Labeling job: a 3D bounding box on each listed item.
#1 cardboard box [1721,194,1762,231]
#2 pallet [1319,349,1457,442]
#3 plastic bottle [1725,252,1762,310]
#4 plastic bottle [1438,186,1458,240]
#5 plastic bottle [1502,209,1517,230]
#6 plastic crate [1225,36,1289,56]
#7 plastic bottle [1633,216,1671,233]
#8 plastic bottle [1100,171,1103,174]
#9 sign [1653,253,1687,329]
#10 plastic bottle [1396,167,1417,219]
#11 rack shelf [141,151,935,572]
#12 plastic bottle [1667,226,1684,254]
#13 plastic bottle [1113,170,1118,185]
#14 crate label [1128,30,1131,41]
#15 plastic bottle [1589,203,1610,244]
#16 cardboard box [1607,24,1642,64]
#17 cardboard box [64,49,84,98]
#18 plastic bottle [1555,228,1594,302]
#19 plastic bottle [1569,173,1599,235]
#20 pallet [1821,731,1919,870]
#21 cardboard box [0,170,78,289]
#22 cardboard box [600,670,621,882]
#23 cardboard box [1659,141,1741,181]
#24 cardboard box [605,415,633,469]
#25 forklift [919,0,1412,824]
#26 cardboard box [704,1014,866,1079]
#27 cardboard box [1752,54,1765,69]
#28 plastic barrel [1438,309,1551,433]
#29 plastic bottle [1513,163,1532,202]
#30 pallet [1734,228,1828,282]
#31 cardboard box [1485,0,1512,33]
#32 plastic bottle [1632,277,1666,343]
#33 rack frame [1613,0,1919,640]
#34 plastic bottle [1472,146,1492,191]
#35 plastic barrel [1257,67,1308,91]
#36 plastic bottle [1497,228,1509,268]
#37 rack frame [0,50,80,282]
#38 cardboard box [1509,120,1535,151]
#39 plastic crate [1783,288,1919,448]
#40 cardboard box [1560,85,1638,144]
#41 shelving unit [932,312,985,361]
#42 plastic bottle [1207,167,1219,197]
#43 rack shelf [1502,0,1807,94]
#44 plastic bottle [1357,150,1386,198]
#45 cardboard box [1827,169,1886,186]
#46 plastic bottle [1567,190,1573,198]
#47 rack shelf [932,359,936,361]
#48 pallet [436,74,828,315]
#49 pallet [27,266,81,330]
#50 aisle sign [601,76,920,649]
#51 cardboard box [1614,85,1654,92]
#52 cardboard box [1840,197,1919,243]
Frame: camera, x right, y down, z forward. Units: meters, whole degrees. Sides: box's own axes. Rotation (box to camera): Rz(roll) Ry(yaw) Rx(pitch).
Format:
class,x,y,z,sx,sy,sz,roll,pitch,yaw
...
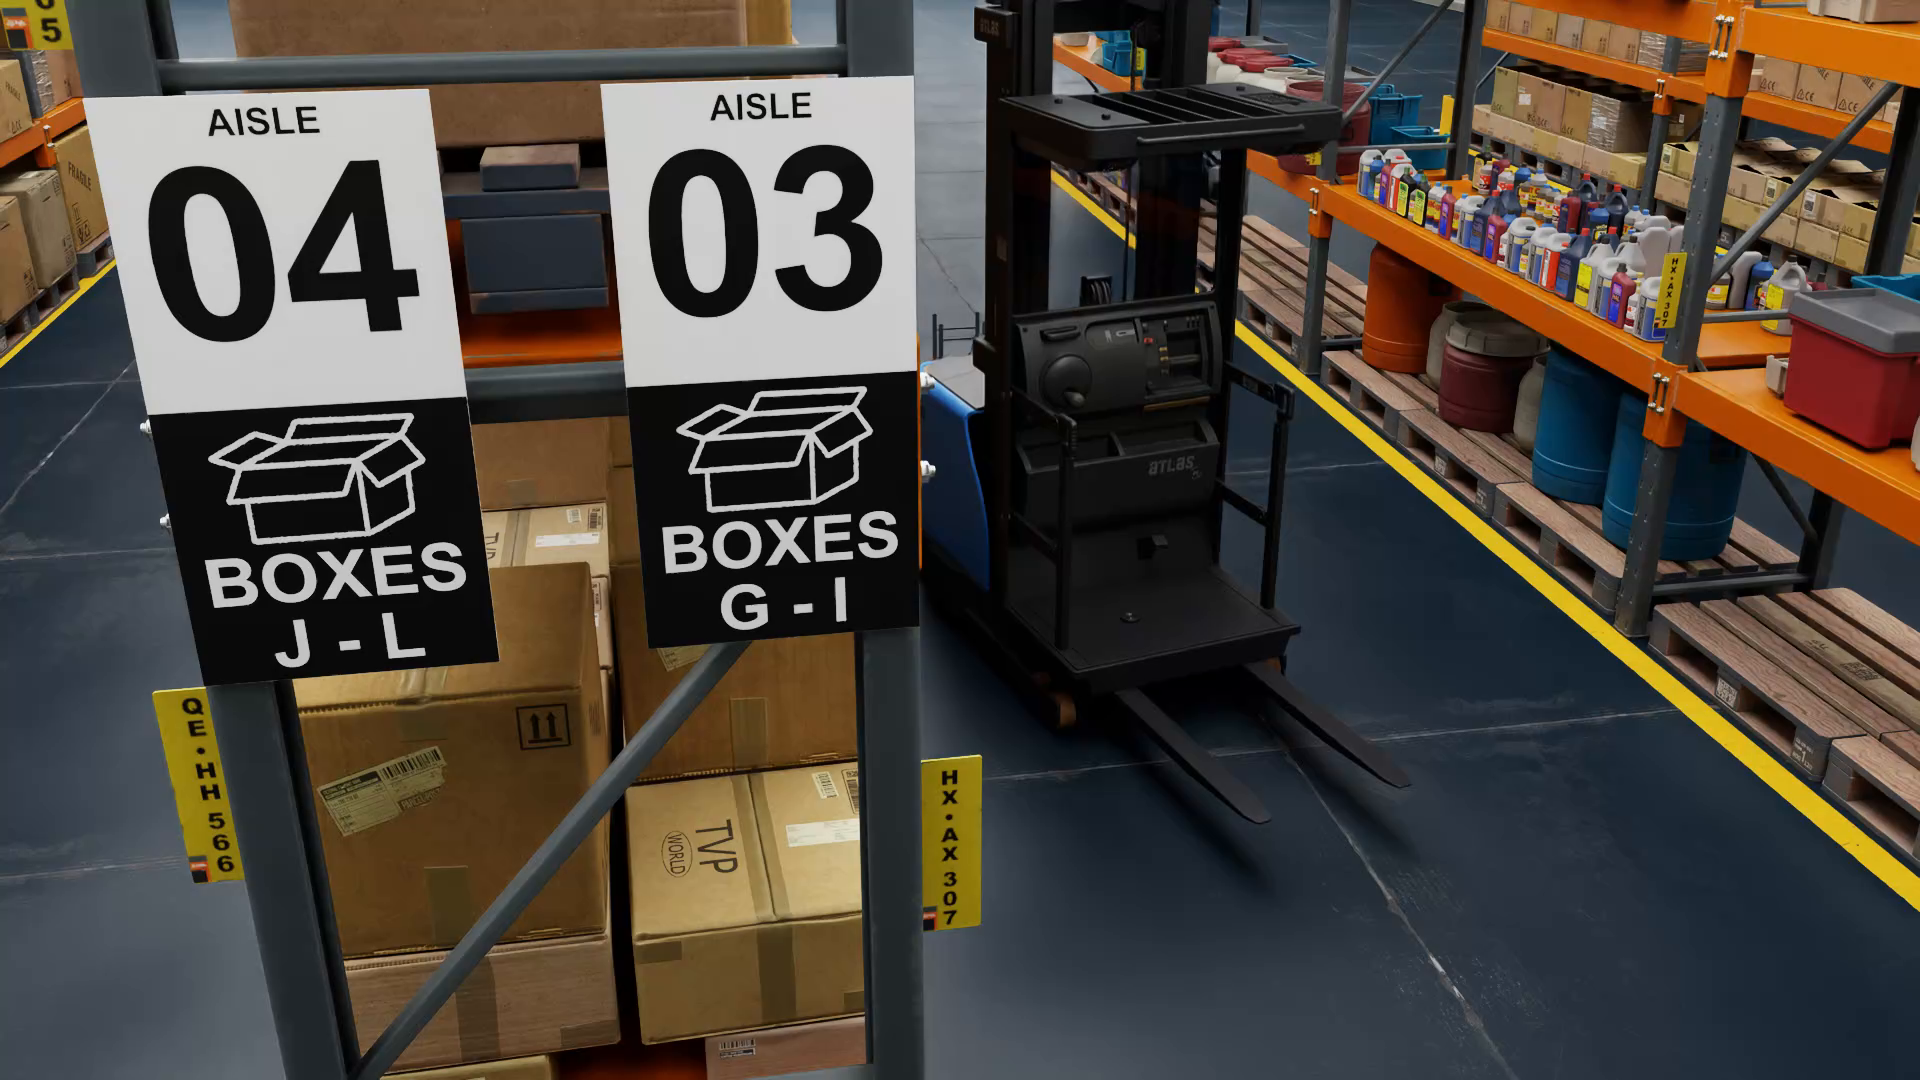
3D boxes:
class,x,y,z,sx,sy,sz,roll,pitch,yaw
cardboard box,6.979,-2.837,14.408,0.500,0.250,0.500,-5,24,-11
pallet,3.014,-0.963,10.691,1.003,0.211,1.213,-4,24,-10
plastic bottle,3.788,-1.272,8.069,0.152,0.276,0.135,-4,24,-10
plastic bottle,2.758,-1.842,9.366,0.061,0.283,0.133,-4,24,-10
plastic bottle,2.934,-1.633,8.903,0.097,0.271,0.097,0,24,0
plastic crate,2.478,-3.983,14.041,0.402,0.464,0.583,-4,24,-10
plastic bottle,3.641,-1.583,8.782,0.152,0.276,0.135,-4,24,-10
plastic bottle,1.440,-3.775,16.504,0.097,0.271,0.097,0,24,0
sign,3.026,-1.061,7.086,0.100,0.325,0.005,-4,24,-10
plastic bottle,2.655,-2.062,9.869,0.061,0.283,0.133,-4,24,-10
rack shelf,-0.931,-0.866,4.136,1.077,0.370,4.000,-4,24,-10
plastic bottle,3.684,-1.492,8.573,0.152,0.276,0.135,-4,24,-10
plastic bottle,1.564,-3.573,16.037,0.152,0.276,0.135,-4,24,-9
crate label,1.954,-5.007,16.421,0.502,0.435,0.616,-4,24,-10
plastic bottle,3.469,-1.695,9.043,0.097,0.271,0.097,0,24,0
cardboard box,6.764,-4.913,16.126,0.700,0.500,0.500,-5,24,-10
cardboard box,-7.861,-4.076,14.147,0.875,0.550,0.550,-4,24,-10
plastic bottle,3.041,-1.362,8.182,0.144,0.351,0.185,-4,24,-10
plastic bottle,3.521,-1.882,9.374,0.144,0.351,0.185,-4,24,-10
pallet,3.970,1.071,6.034,1.003,0.211,1.213,-4,24,-10
cardboard box,-7.470,-2.351,12.672,1.050,0.750,0.750,-4,24,-10
cardboard box,-1.005,0.527,3.610,0.500,0.250,0.500,-5,24,-11
cardboard box,6.788,-3.495,15.214,0.500,0.311,0.500,-4,24,-10
cardboard box,-0.579,-0.054,4.006,0.500,0.500,0.500,-5,24,-11
forklift,0.766,-0.744,6.791,1.130,2.935,3.031,-10,25,-21
cardboard box,-0.303,0.917,3.217,0.380,0.149,0.250,-4,24,-9
cardboard box,7.090,-4.227,14.868,0.500,0.250,0.500,-3,24,-6
plastic barrel,3.143,-1.000,9.779,0.600,0.588,0.708,-4,24,-10
plastic bottle,3.403,-2.147,10.079,0.097,0.271,0.097,0,24,0
pallet,7.360,-2.440,14.074,1.003,0.211,1.213,-4,24,-10
cardboard box,6.290,-5.921,18.434,0.700,0.500,0.500,-4,24,-10
plastic bottle,3.176,-1.049,7.558,0.152,0.276,0.135,-4,24,-10
rack frame,3.567,-0.974,7.233,1.000,3.000,0.127,-4,24,-10
plastic bottle,3.321,-2.367,10.567,0.061,0.283,0.133,-4,24,-10
plastic barrel,2.349,-3.153,12.083,0.421,0.512,0.421,0,24,0
plastic bottle,2.899,-1.544,8.786,0.097,0.201,0.097,0,24,0
rack frame,-7.673,-3.427,12.849,1.000,3.000,0.127,-4,24,-10
cardboard box,6.285,-4.371,17.922,0.500,0.250,0.500,-4,24,-10
plastic crate,3.485,-0.661,6.362,0.402,0.464,0.583,-4,24,-10
cardboard box,6.478,-4.322,16.873,0.500,0.500,0.500,-4,24,-10
shelving unit,-0.003,-0.556,8.523,0.258,1.200,0.189,-4,24,-10
plastic bottle,2.373,-3.357,15.543,0.152,0.276,0.135,-3,24,-8
rack shelf,3.197,-2.806,8.578,1.077,0.370,4.000,-4,24,-10
plastic bottle,2.589,-2.297,10.416,0.152,0.276,0.135,-4,24,-10
cardboard box,7.594,-2.939,13.941,0.500,0.311,0.500,-5,24,-10
plastic bottle,3.532,-1.917,9.537,0.061,0.283,0.133,-4,24,-10
rack shelf,-0.003,-0.845,8.397,0.258,0.103,0.180,-4,24,-10
pallet,-0.709,-0.659,2.875,1.003,0.211,1.213,-4,24,-10
pallet,-7.457,-1.851,12.725,1.003,0.211,1.213,-4,24,-10
aisle sign,-0.253,-0.220,2.257,0.394,0.787,0.004,-4,24,-10
cardboard box,6.993,-4.361,16.961,0.500,0.500,0.500,-4,24,-10
cardboard box,7.254,-2.494,12.922,0.500,0.311,0.500,-5,24,-11
